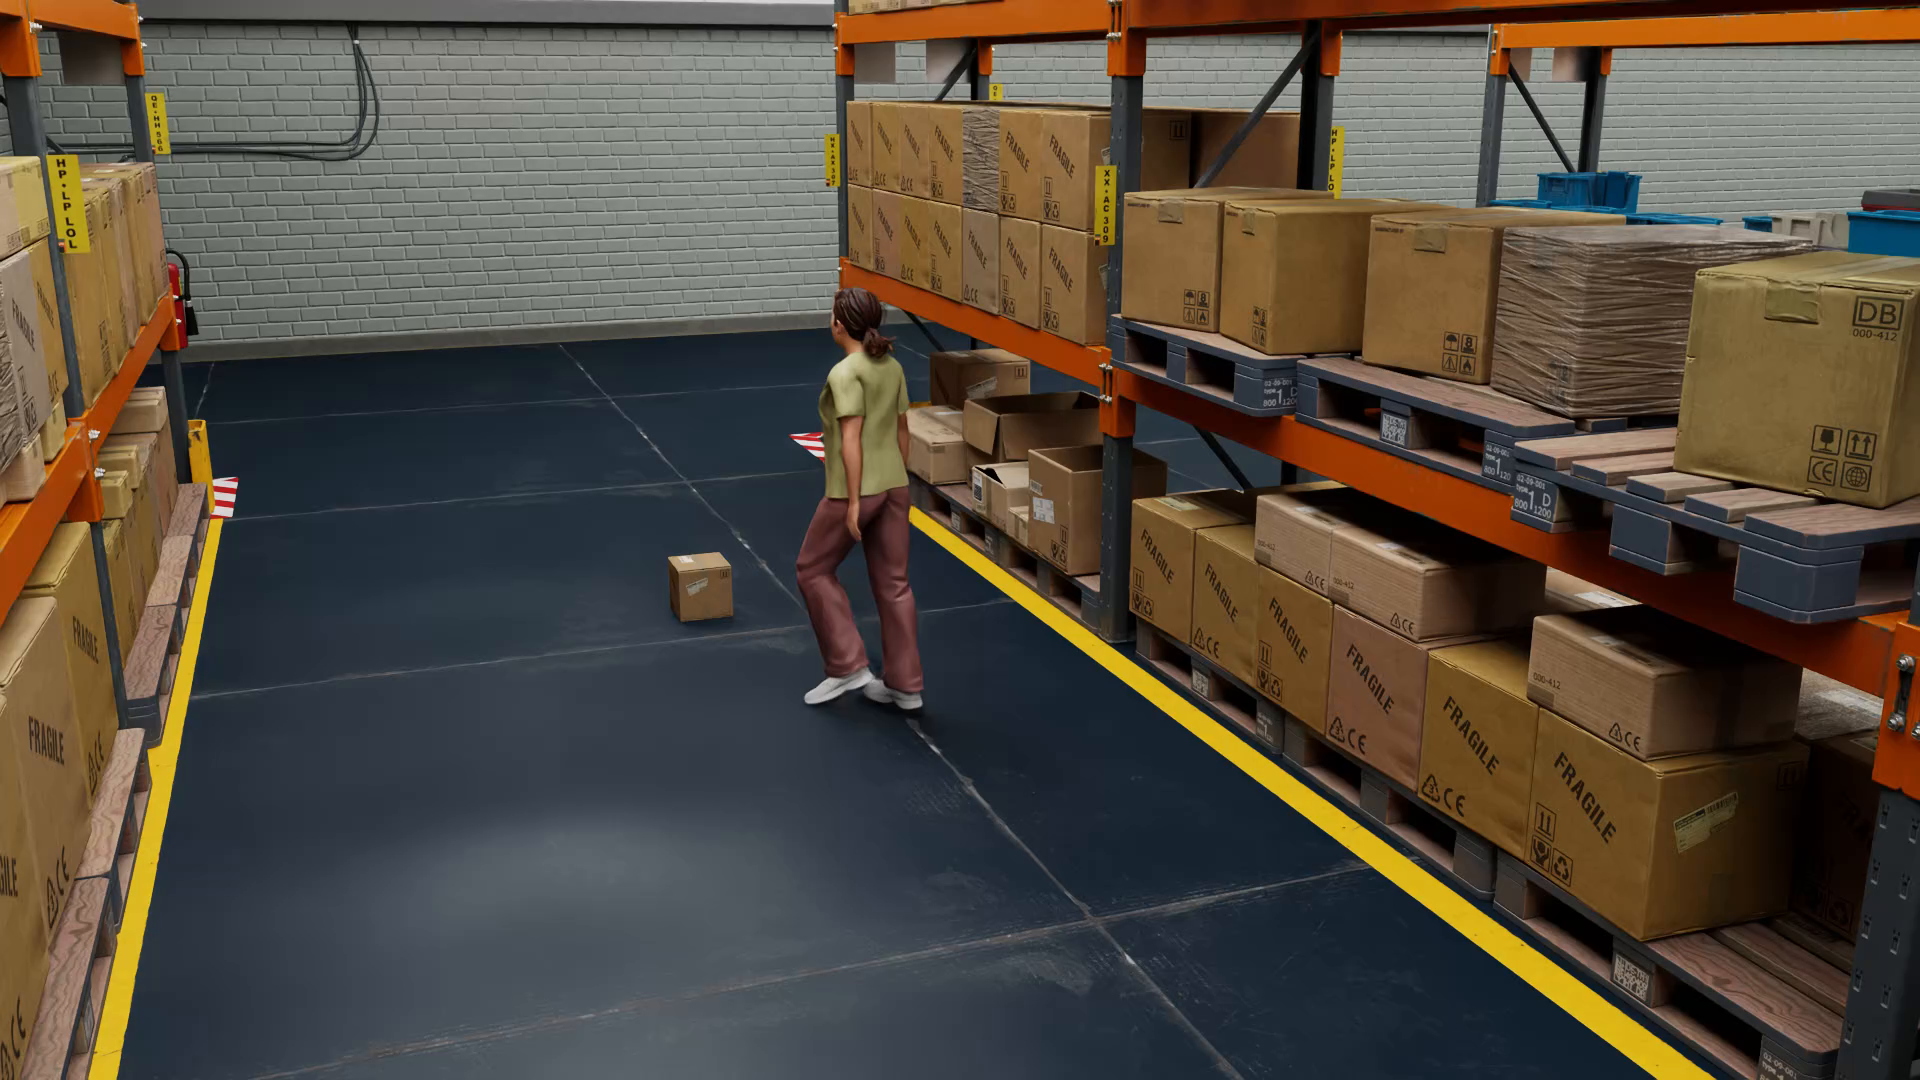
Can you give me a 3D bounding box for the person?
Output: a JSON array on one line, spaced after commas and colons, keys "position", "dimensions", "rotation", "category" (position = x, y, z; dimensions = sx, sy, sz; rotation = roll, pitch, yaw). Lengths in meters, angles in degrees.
[{"position": [-0.344, -0.151, 6.557], "dimensions": [0.534, 1.673, 0.472], "rotation": [13, 20, 39], "category": "person"}]
